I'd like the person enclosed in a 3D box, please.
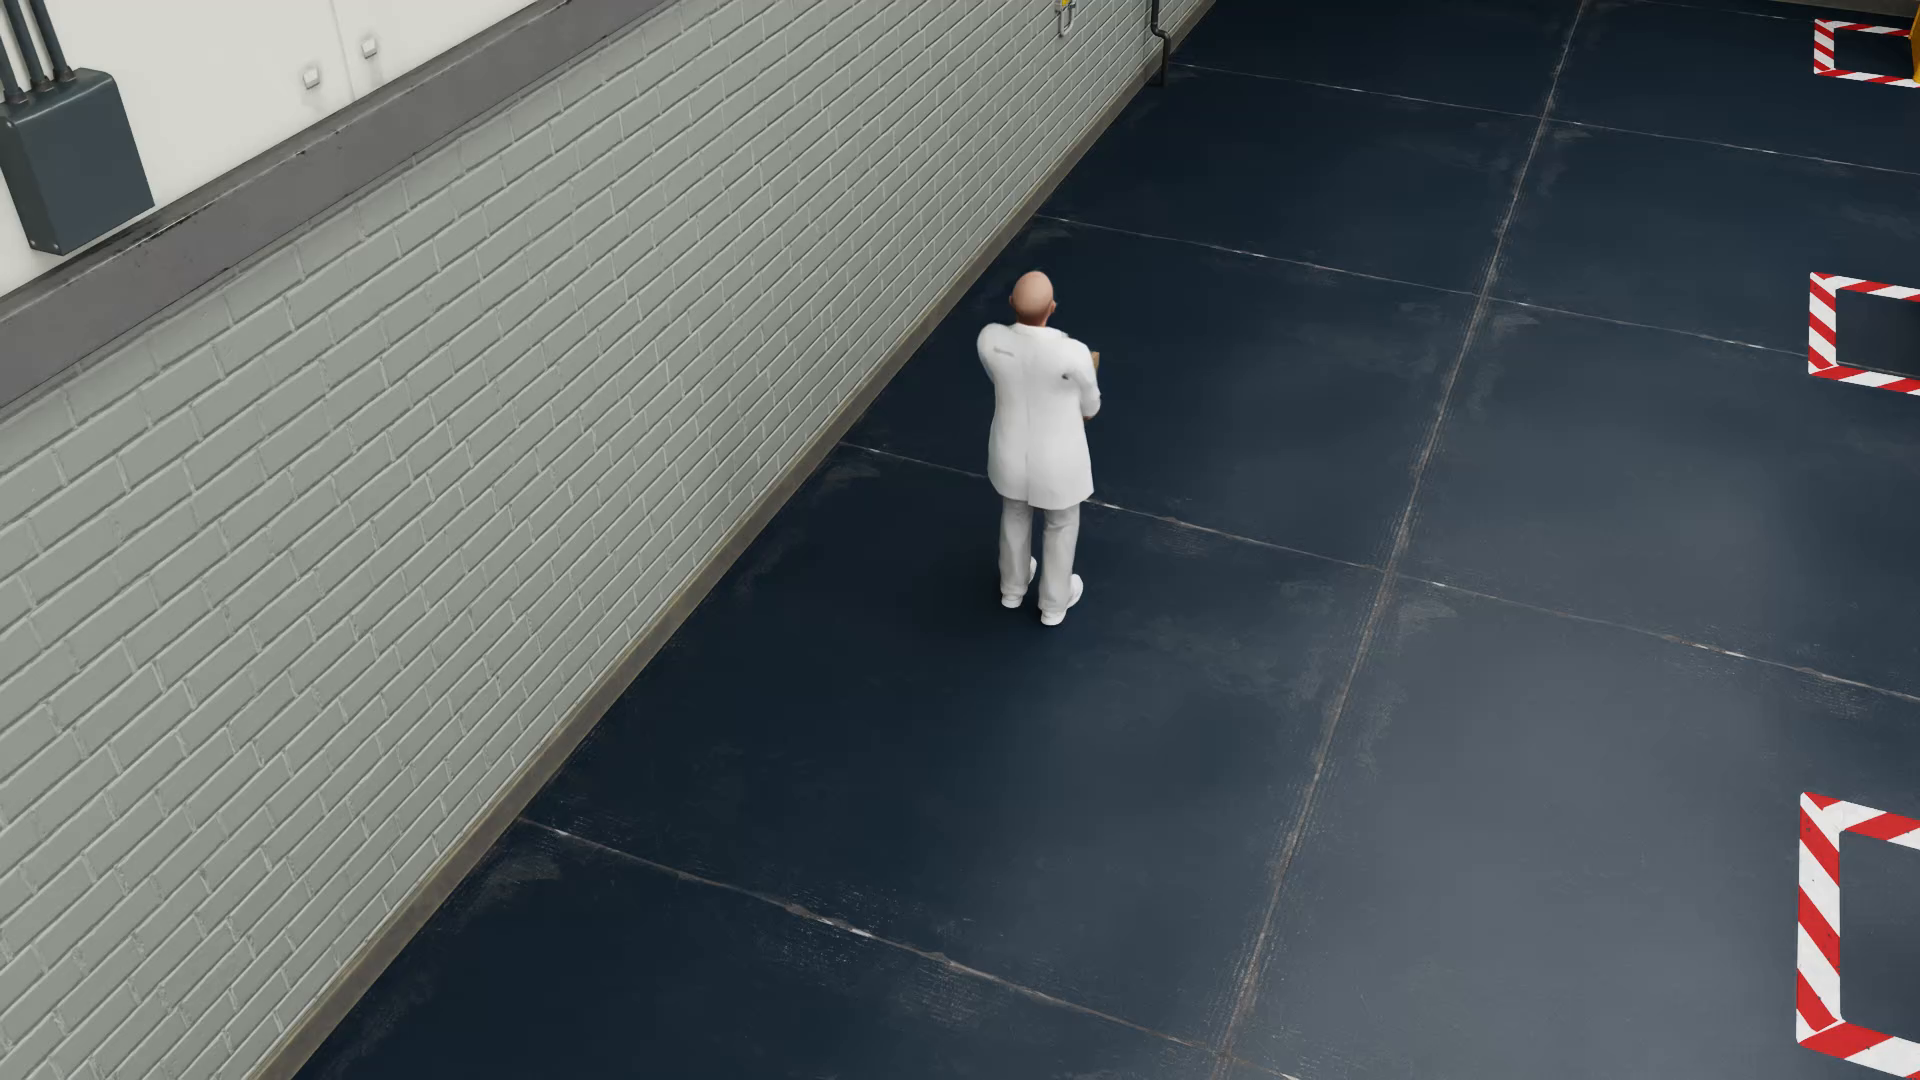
[{"bbox_3d":[0.380,-0.466,7.456,0.529,1.774,0.550,15,39,19],"label":"person"}]
